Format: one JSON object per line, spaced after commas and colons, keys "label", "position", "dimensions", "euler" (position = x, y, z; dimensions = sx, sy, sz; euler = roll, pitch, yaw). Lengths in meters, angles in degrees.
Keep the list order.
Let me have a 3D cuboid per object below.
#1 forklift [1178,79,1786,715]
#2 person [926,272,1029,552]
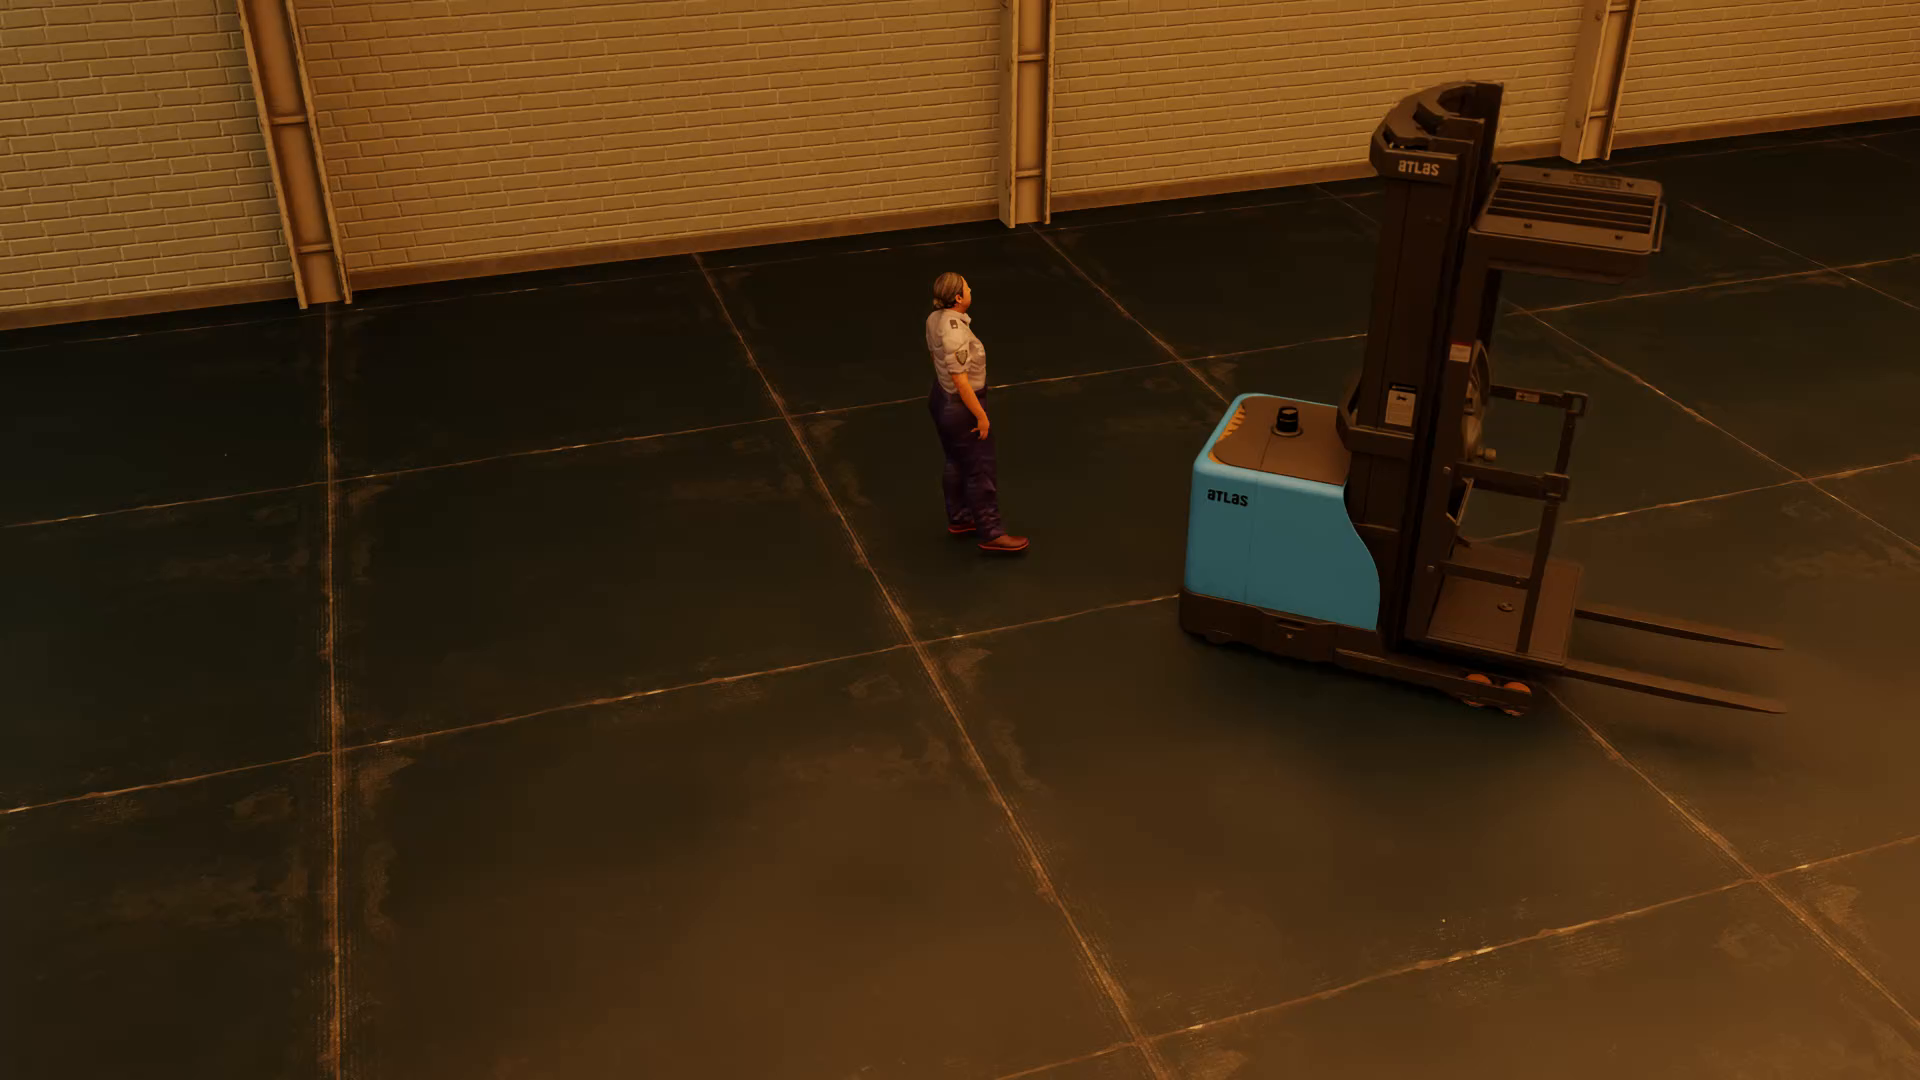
{"label": "forklift", "position": [2.761, -0.679, 8.267], "dimensions": [3.031, 2.935, 1.130], "euler": [12, 32, 20]}
{"label": "person", "position": [0.091, -0.756, 9.600], "dimensions": [0.503, 1.642, 0.599], "euler": [-10, 31, -16]}
